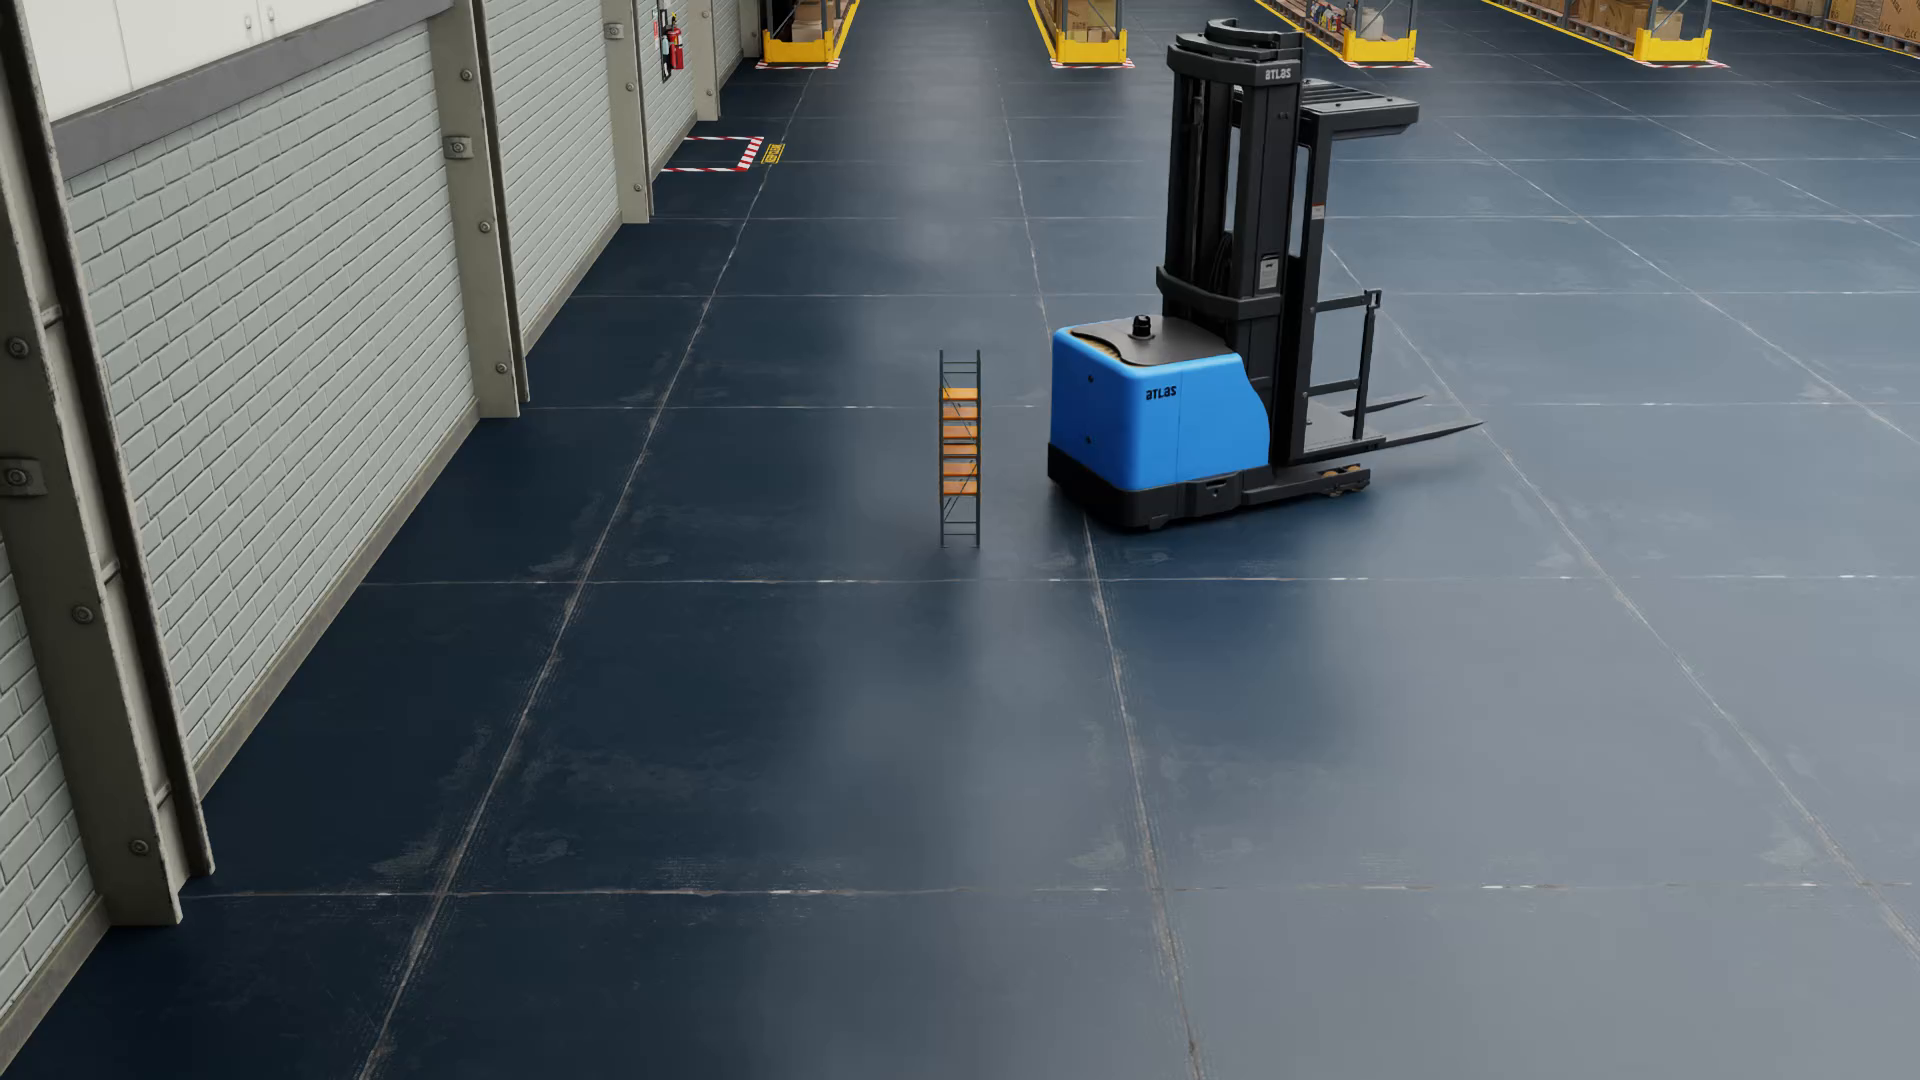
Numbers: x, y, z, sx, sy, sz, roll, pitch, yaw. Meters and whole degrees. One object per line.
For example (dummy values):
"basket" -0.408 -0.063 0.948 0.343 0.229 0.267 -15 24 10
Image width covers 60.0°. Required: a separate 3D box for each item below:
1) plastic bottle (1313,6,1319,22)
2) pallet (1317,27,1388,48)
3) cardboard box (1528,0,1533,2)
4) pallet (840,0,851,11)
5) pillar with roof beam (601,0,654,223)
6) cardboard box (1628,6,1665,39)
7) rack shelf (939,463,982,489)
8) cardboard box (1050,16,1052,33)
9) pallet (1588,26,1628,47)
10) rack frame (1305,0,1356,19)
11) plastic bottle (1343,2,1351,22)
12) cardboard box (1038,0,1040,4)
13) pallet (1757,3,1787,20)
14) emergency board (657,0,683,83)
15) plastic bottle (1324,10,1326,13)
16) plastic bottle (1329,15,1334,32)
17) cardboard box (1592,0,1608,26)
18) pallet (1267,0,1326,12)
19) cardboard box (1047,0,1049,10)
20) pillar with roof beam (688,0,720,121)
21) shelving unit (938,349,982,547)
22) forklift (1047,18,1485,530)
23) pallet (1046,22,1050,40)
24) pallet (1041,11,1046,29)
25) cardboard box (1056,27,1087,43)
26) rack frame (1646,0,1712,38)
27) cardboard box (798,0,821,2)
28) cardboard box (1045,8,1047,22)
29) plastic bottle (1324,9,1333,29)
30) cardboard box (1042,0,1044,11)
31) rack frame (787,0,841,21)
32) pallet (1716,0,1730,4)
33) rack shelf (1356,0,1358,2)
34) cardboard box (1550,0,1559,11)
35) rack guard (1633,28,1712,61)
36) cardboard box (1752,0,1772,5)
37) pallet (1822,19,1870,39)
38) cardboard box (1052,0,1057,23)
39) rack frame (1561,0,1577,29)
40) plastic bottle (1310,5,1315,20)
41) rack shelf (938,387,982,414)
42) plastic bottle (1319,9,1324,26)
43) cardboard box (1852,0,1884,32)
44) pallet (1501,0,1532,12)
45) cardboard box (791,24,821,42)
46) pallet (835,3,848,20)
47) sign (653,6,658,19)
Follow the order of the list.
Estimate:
"plastic bottle" 6.723 -9.869 31.203 0.152 0.276 0.135 1 24 1
"pallet" 7.109 -9.125 30.169 1.003 0.211 1.213 0 24 -1
"cardboard box" 12.082 -11.404 34.324 0.700 0.500 0.500 -2 24 -5
"pallet" -2.816 -11.187 34.730 1.003 0.211 1.213 0 24 -1
"pillar with roof beam" 0.827 -7.576 16.081 9.100 9.000 0.400 0 24 -1
"cardboard box" 12.092 -9.106 29.268 0.500 0.500 0.500 6 25 13
"rack shelf" 0.000 -0.391 10.057 0.258 0.103 0.180 0 24 -1
"cardboard box" 1.888 -9.283 29.963 0.500 0.250 0.500 0 24 -1
"pallet" 12.138 -9.147 30.219 1.003 0.211 1.213 0 24 -1
"rack frame" 7.127 -11.176 31.321 1.000 3.000 0.127 0 24 -1
"plastic bottle" 7.278 -9.905 31.191 0.144 0.351 0.185 0 24 -1
"cardboard box" 1.860 -11.104 33.988 0.500 0.250 0.500 -1 24 -2
"pallet" 16.940 -10.730 33.719 1.003 0.211 1.213 0 24 -1
"emergency board" -3.554 -6.277 20.489 0.194 1.169 0.643 0 24 -1
"plastic bottle" 6.762 -9.661 30.748 0.097 0.271 0.097 0 24 0
"plastic bottle" 6.693 -9.294 29.921 0.061 0.283 0.133 0 24 1
"cardboard box" 12.058 -9.850 30.912 0.500 0.500 0.500 8 25 16
"pallet" 7.053 -11.235 34.834 1.003 0.211 1.213 0 24 -1
"cardboard box" 1.879 -10.037 30.720 0.500 0.500 0.500 0 24 -1
"pillar with roof beam" 0.762 -10.048 21.548 9.100 9.000 0.400 0 24 -1
"shelving unit" 0.000 -0.541 9.990 0.258 1.200 0.189 0 24 -1
"forklift" 2.133 -1.801 10.675 3.031 2.935 1.130 -11 27 -24
"pallet" 2.141 -9.557 31.125 1.003 0.211 1.213 0 24 -1
"pallet" 2.127 -10.188 32.521 1.003 0.211 1.213 0 24 -1
"cardboard box" 1.916 -8.665 28.597 0.500 0.250 0.500 0 24 -1
"rack frame" 12.123 -9.550 27.726 1.000 3.000 0.127 0 24 -1
"cardboard box" -2.728 -9.766 30.702 0.500 0.500 0.500 -2 24 -5
"cardboard box" 1.876 -9.902 31.330 0.500 0.250 0.500 0 24 -1
"plastic bottle" 6.729 -9.506 30.308 0.144 0.351 0.185 1 24 2
"cardboard box" 1.876 -10.472 32.591 0.500 0.250 0.500 -1 24 -1
"rack frame" -2.780 -11.132 31.223 1.000 3.000 0.127 0 24 -1
"pallet" 16.990 -11.879 36.259 1.003 0.211 1.213 0 24 -1
"rack shelf" 7.149 -10.024 29.647 1.077 0.370 4.000 0 24 -1
"cardboard box" 12.108 -10.710 32.789 0.700 0.500 0.500 0 24 -1
"rack guard" 12.122 -8.443 28.310 1.175 0.500 0.348 0 24 -1
"cardboard box" 16.926 -11.382 33.997 1.050 0.750 0.750 0 24 0
"pallet" 16.970 -9.595 31.209 1.003 0.211 1.213 0 24 -1
"cardboard box" 1.888 -9.419 29.353 0.500 0.500 0.500 0 24 -1
"rack frame" 12.080 -11.199 31.370 1.000 3.000 0.127 0 24 -1
"plastic bottle" 6.692 -10.000 31.498 0.097 0.271 0.097 0 24 0
"rack shelf" 0.000 -0.828 9.860 0.258 0.103 0.180 0 24 -1
"plastic bottle" 6.683 -9.659 30.728 0.061 0.283 0.133 1 24 2
"cardboard box" 16.991 -9.772 30.284 0.875 0.875 0.875 0 24 0
"pallet" 12.043 -11.254 34.877 1.003 0.211 1.213 0 24 -1
"cardboard box" -2.653 -8.744 28.673 0.500 0.311 0.500 -3 25 -7
"pallet" -2.806 -10.686 33.621 1.003 0.211 1.213 0 24 -1
"sign" -3.642 -6.309 19.872 0.001 0.109 0.331 0 24 -1
